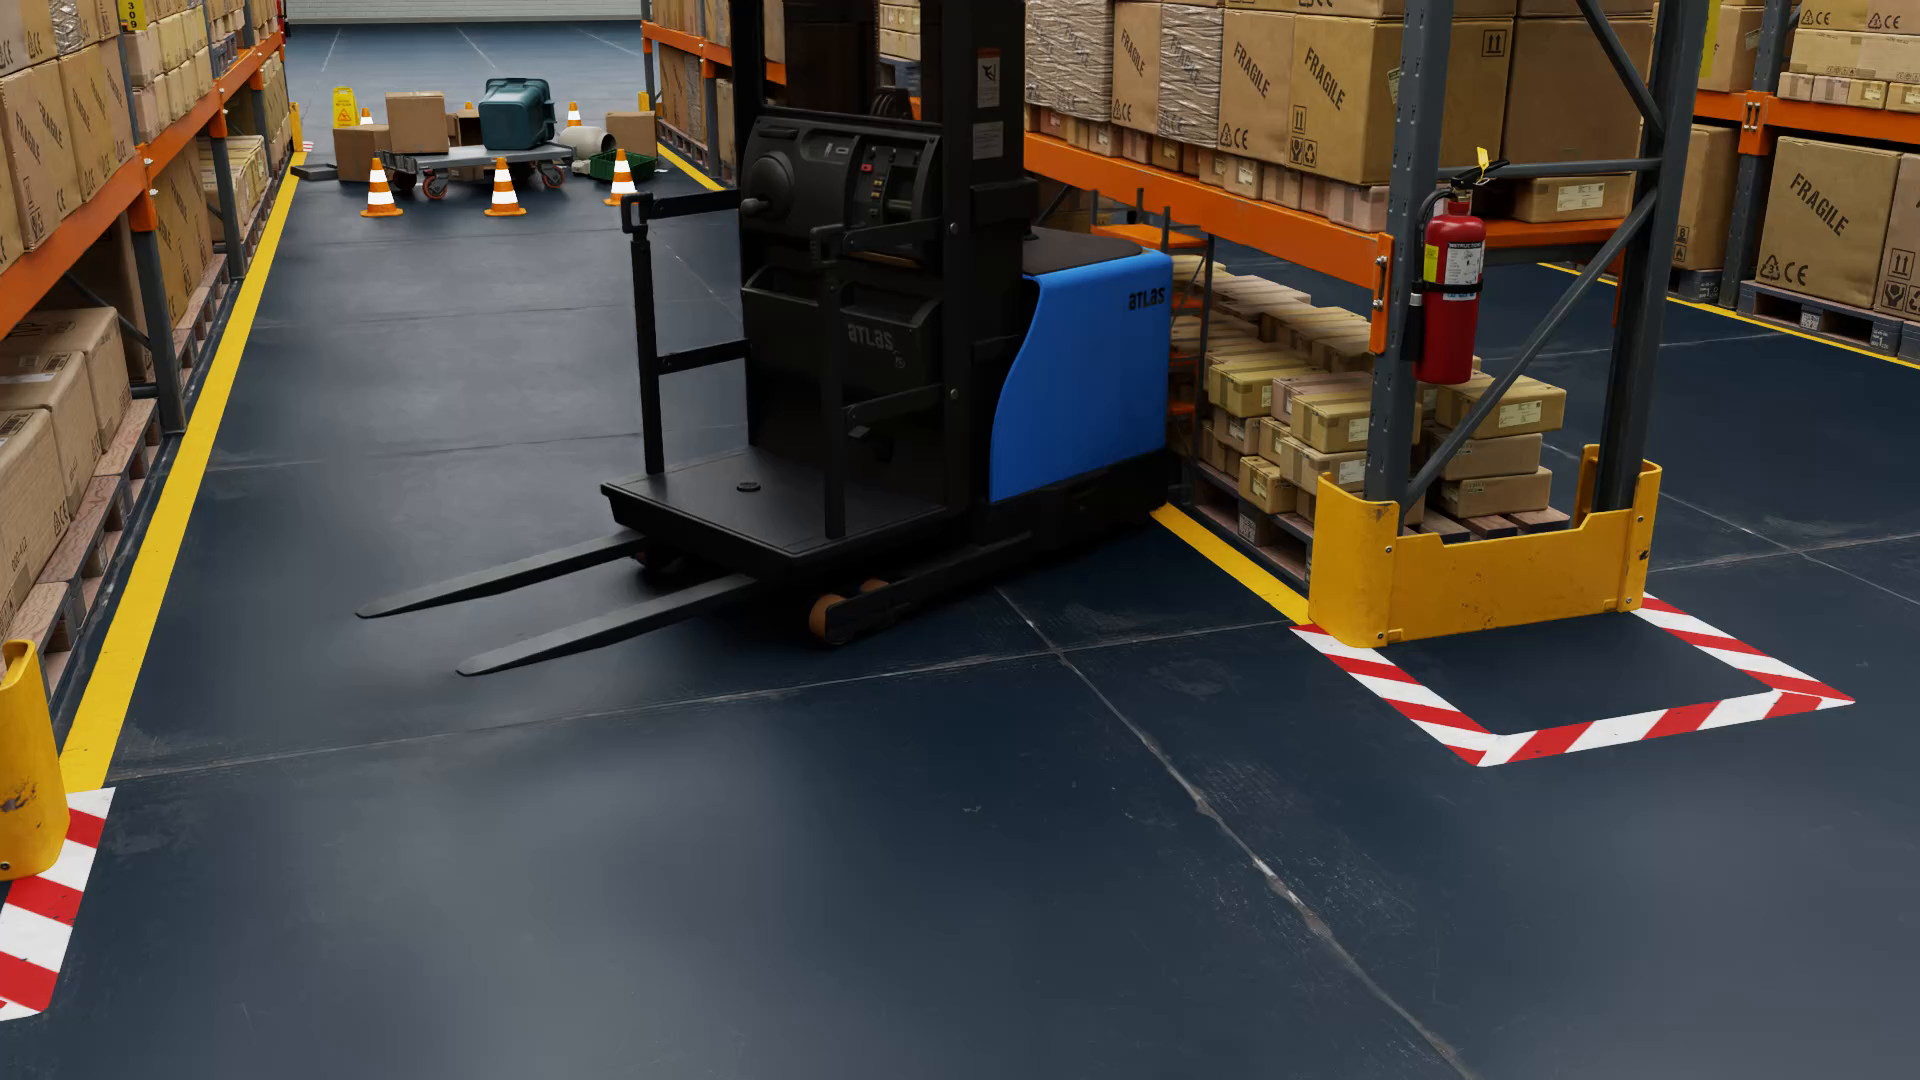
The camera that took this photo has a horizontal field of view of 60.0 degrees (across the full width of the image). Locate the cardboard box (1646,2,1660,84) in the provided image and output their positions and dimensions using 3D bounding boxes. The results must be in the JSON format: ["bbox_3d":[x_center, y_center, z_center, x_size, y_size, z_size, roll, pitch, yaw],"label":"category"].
[{"bbox_3d":[4.731,-3.250,10.879,0.500,0.500,0.500,-6,21,-16],"label":"cardboard box"}]

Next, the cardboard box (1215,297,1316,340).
[{"bbox_3d":[1.359,-0.975,7.409,0.380,0.149,0.250,-6,21,-17],"label":"cardboard box"}]

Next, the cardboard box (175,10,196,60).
[{"bbox_3d":[-4.640,-2.863,9.432,0.500,0.250,0.500,-7,21,-19],"label":"cardboard box"}]

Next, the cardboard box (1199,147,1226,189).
[{"bbox_3d":[1.140,-1.430,6.332,0.380,0.149,0.250,-7,21,-20],"label":"cardboard box"}]

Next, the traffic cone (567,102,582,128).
[{"bbox_3d":[-4.407,-4.763,18.993,0.336,0.463,0.334,-6,21,-17],"label":"traffic cone"}]

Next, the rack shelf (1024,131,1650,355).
[{"bbox_3d":[1.175,-1.447,7.072,1.077,0.370,4.000,-6,21,-17],"label":"rack shelf"}]

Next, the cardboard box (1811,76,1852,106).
[{"bbox_3d":[5.146,-2.589,9.560,0.380,0.149,0.250,-7,21,-19],"label":"cardboard box"}]

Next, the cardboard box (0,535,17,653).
[{"bbox_3d":[-3.166,0.221,4.532,0.875,0.438,0.875,-7,21,-19],"label":"cardboard box"}]

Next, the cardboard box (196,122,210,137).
[{"bbox_3d":[-7.076,-3.854,15.047,0.500,0.500,0.500,-7,21,-18],"label":"cardboard box"}]

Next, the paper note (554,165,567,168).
[{"bbox_3d":[-4.132,-3.835,17.060,0.172,0.023,0.155,1,20,2],"label":"paper note"}]

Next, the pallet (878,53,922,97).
[{"bbox_3d":[-0.050,-2.990,10.587,1.003,0.211,1.213,-6,21,-17],"label":"pallet"}]

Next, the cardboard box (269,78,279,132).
[{"bbox_3d":[-6.744,-4.082,15.679,0.500,0.500,0.500,-6,20,-15],"label":"cardboard box"}]

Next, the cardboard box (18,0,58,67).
[{"bbox_3d":[-3.240,-1.777,5.299,0.500,0.500,0.500,-6,21,-17],"label":"cardboard box"}]

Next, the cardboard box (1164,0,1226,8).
[{"bbox_3d":[1.092,-2.250,6.178,0.500,0.500,0.500,-5,20,-14],"label":"cardboard box"}]

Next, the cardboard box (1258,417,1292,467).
[{"bbox_3d":[1.336,-0.368,6.161,0.380,0.149,0.250,-7,21,-18],"label":"cardboard box"}]

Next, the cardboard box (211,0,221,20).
[{"bbox_3d":[-5.471,-3.873,11.553,0.500,0.500,0.500,-5,20,-14],"label":"cardboard box"}]

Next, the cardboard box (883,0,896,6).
[{"bbox_3d":[-0.260,-3.400,10.314,0.380,0.149,0.250,-7,21,-18],"label":"cardboard box"}]

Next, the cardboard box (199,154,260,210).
[{"bbox_3d":[-6.019,-2.776,12.974,0.950,0.372,0.625,-6,21,-15],"label":"cardboard box"}]

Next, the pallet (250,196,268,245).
[{"bbox_3d":[-6.002,-2.482,13.015,1.003,0.211,1.213,-6,21,-17],"label":"pallet"}]

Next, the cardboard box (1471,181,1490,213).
[{"bbox_3d":[1.894,-1.242,5.808,0.380,0.149,0.250,-6,21,-15],"label":"cardboard box"}]

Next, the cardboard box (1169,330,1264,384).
[{"bbox_3d":[1.012,-0.749,6.781,0.380,0.149,0.250,-6,21,-15],"label":"cardboard box"}]

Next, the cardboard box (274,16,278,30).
[{"bbox_3d":[-7.387,-5.435,17.482,0.380,0.149,0.250,-7,21,-18],"label":"cardboard box"}]

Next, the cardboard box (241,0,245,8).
[{"bbox_3d":[-6.272,-4.697,13.848,0.500,0.500,0.500,-7,21,-18],"label":"cardboard box"}]

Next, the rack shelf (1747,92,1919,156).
[{"bbox_3d":[5.915,-1.942,8.449,1.077,0.370,4.000,-6,21,-17],"label":"rack shelf"}]

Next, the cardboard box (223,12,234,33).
[{"bbox_3d":[-5.905,-4.051,13.008,0.380,0.149,0.250,-6,21,-17],"label":"cardboard box"}]

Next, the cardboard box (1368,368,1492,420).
[{"bbox_3d":[1.761,-0.560,6.254,0.380,0.149,0.250,-6,21,-16],"label":"cardboard box"}]

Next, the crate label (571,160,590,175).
[{"bbox_3d":[-3.699,-3.692,16.492,0.250,0.136,0.298,12,23,30],"label":"crate label"}]

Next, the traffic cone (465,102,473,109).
[{"bbox_3d":[-5.586,-4.752,18.963,0.336,0.463,0.334,-6,21,-17],"label":"traffic cone"}]

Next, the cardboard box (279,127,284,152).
[{"bbox_3d":[-6.912,-3.898,16.278,0.500,0.250,0.500,-7,21,-18],"label":"cardboard box"}]

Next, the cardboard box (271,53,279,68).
[{"bbox_3d":[-7.138,-4.861,16.889,0.380,0.149,0.250,-6,21,-16],"label":"cardboard box"}]

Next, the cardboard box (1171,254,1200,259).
[{"bbox_3d":[1.023,-1.399,8.591,0.380,0.149,0.250,-6,21,-17],"label":"cardboard box"}]

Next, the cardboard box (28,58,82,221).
[{"bbox_3d":[-3.244,-1.301,5.452,0.500,0.500,0.500,-6,21,-15],"label":"cardboard box"}]

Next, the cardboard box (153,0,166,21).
[{"bbox_3d":[-4.328,-2.880,8.371,0.500,0.500,0.500,-7,21,-19],"label":"cardboard box"}]

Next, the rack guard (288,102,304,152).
[{"bbox_3d":[-7.869,-4.519,18.259,1.175,0.500,0.348,-6,21,-17],"label":"rack guard"}]

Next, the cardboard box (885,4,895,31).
[{"bbox_3d":[-0.255,-3.255,10.351,0.380,0.149,0.250,-6,21,-15],"label":"cardboard box"}]

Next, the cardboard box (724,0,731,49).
[{"bbox_3d":[-1.744,-4.522,14.420,0.500,0.500,0.500,-6,21,-17],"label":"cardboard box"}]

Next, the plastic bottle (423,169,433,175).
[{"bbox_3d":[-5.261,-3.667,16.535,0.133,0.061,0.283,-3,20,-8],"label":"plastic bottle"}]

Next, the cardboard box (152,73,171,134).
[{"bbox_3d":[-4.173,-2.134,8.142,0.500,0.250,0.500,-7,21,-19],"label":"cardboard box"}]

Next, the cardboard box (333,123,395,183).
[{"bbox_3d":[-5.681,-3.750,16.113,0.500,0.500,0.500,8,21,20],"label":"cardboard box"}]

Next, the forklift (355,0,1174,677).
[{"bbox_3d":[-0.568,-1.230,5.504,1.130,2.935,3.031,19,27,41],"label":"forklift"}]

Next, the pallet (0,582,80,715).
[{"bbox_3d":[-3.189,0.479,4.772,1.003,0.211,1.213,-6,21,-17],"label":"pallet"}]

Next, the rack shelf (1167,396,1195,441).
[{"bbox_3d":[0.729,-0.519,6.756,0.258,0.148,0.480,-9,22,-28],"label":"rack shelf"}]

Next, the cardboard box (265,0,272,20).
[{"bbox_3d":[-7.154,-5.440,16.537,0.500,0.500,0.500,-6,21,-17],"label":"cardboard box"}]

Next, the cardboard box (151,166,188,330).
[{"bbox_3d":[-4.683,-1.546,8.806,0.875,0.875,0.875,-6,21,-16],"label":"cardboard box"}]

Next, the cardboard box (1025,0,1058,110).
[{"bbox_3d":[0.625,-2.271,7.713,0.500,0.500,0.500,-6,21,-17],"label":"cardboard box"}]

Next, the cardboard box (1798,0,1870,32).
[{"bbox_3d":[5.195,-3.164,9.459,0.500,0.500,0.500,-6,21,-17],"label":"cardboard box"}]

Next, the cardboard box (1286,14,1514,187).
[{"bbox_3d":[1.418,-1.448,5.422,0.500,0.500,0.500,-6,21,-16],"label":"cardboard box"}]

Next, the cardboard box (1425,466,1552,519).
[{"bbox_3d":[1.943,-0.202,6.138,0.380,0.149,0.250,-6,21,-16],"label":"cardboard box"}]

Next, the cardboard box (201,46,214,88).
[{"bbox_3d":[-4.973,-2.948,10.407,0.500,0.250,0.500,-7,21,-19],"label":"cardboard box"}]

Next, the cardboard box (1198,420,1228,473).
[{"bbox_3d":[1.172,-0.390,6.662,0.380,0.149,0.250,-6,21,-17],"label":"cardboard box"}]

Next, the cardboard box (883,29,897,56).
[{"bbox_3d":[-0.263,-3.117,10.407,0.380,0.149,0.250,-7,21,-19],"label":"cardboard box"}]

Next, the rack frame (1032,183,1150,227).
[{"bbox_3d":[0.546,-2.428,8.738,1.000,3.000,0.127,-6,21,-17],"label":"rack frame"}]

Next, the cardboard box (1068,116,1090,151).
[{"bbox_3d":[0.707,-1.853,7.509,0.380,0.149,0.250,-6,21,-16],"label":"cardboard box"}]

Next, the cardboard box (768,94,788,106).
[{"bbox_3d":[-1.095,-3.335,13.971,1.050,0.750,0.750,-6,21,-16],"label":"cardboard box"}]

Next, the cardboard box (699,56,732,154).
[{"bbox_3d":[-2.099,-4.402,16.756,0.875,0.875,0.875,-6,21,-16],"label":"cardboard box"}]

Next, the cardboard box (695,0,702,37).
[{"bbox_3d":[-2.095,-5.182,16.186,0.875,0.550,0.550,-6,21,-17],"label":"cardboard box"}]

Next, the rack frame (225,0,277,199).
[{"bbox_3d":[-6.636,-4.436,14.331,1.000,3.000,0.127,-6,21,-17],"label":"rack frame"}]

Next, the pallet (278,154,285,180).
[{"bbox_3d":[-7.267,-3.728,16.483,1.003,0.211,1.213,-6,21,-17],"label":"pallet"}]

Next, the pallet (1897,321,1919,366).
[{"bbox_3d":[5.839,-0.965,8.791,1.003,0.211,1.213,-6,21,-17],"label":"pallet"}]

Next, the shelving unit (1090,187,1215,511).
[{"bbox_3d":[0.736,-0.770,6.669,0.258,1.200,0.503,-9,22,-28],"label":"shelving unit"}]
